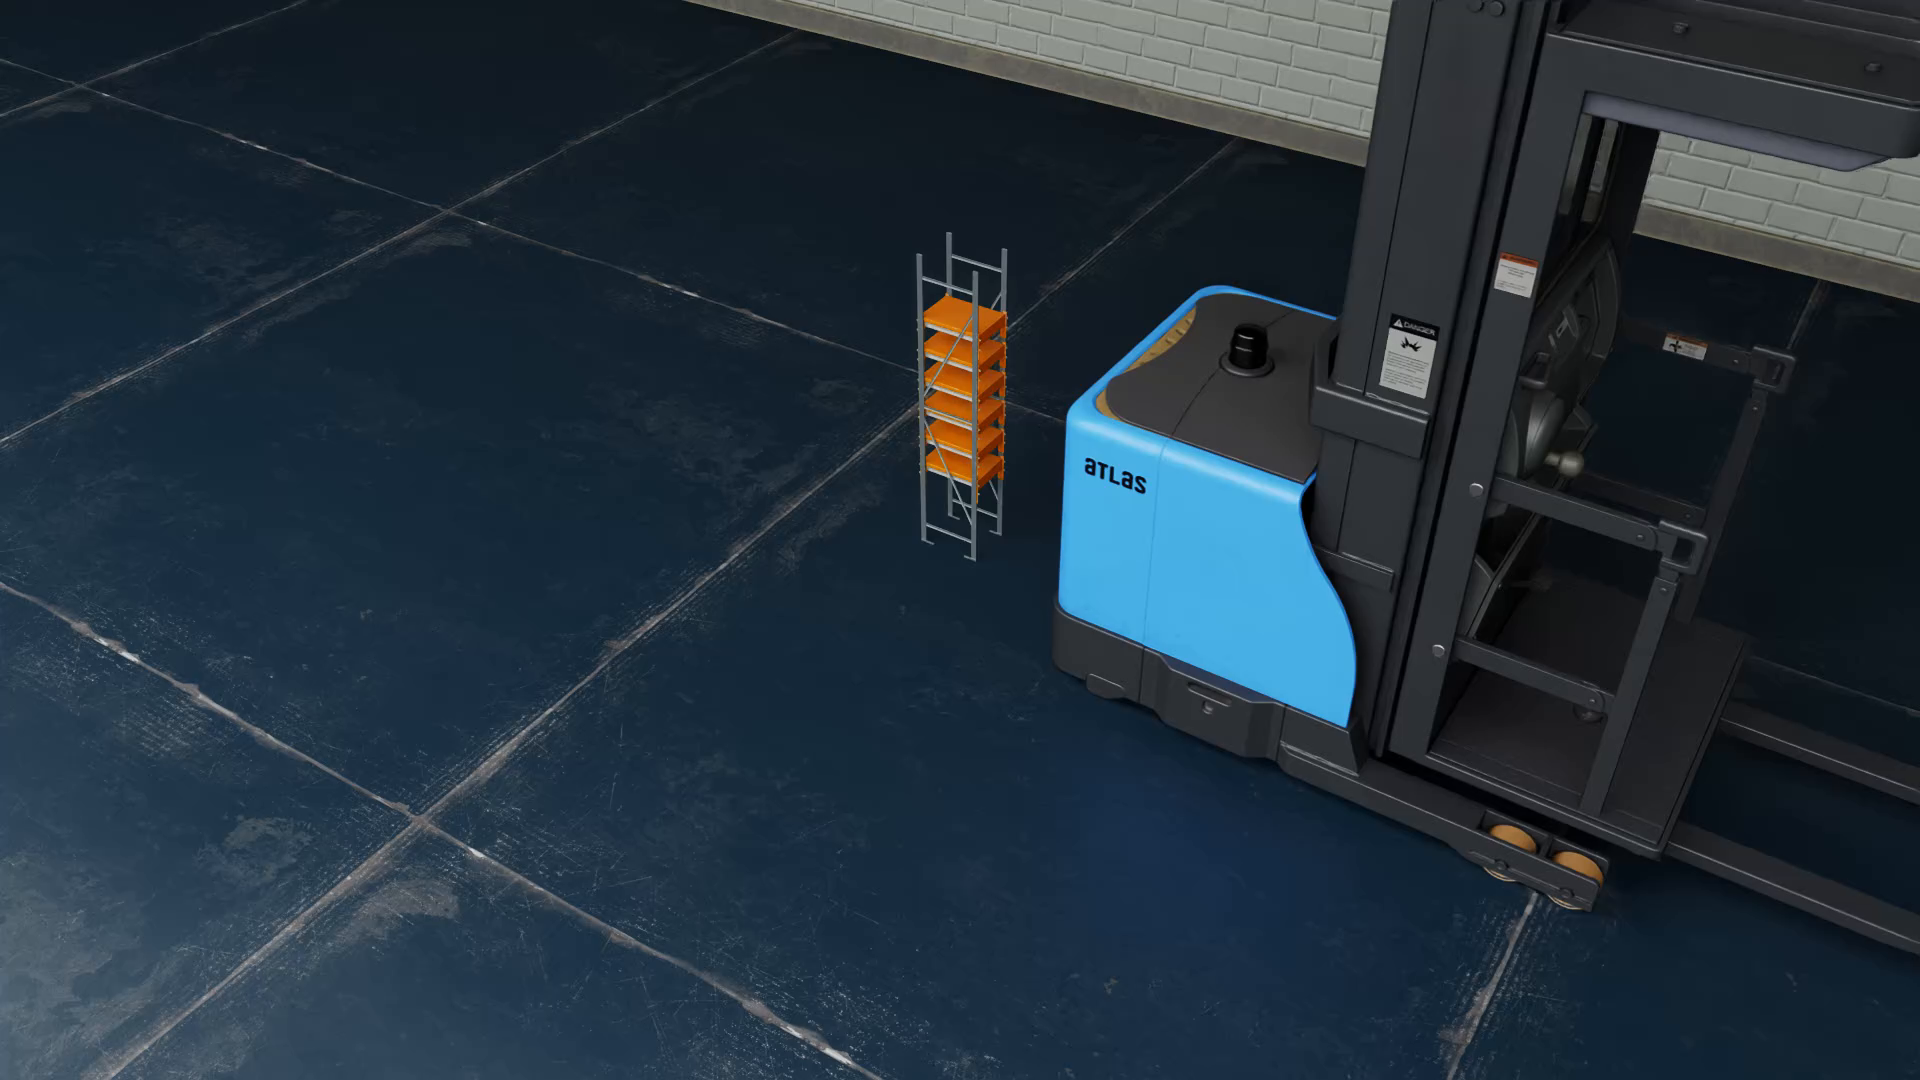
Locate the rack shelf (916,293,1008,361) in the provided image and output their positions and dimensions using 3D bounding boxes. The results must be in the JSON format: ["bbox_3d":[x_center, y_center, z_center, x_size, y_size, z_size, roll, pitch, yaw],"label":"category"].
[{"bbox_3d":[0.008,-0.733,5.701,0.258,0.103,0.180,21,42,25],"label":"rack shelf"}]

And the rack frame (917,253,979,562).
[{"bbox_3d":[-0.041,-0.435,5.832,0.240,1.200,0.006,21,42,25],"label":"rack frame"}]

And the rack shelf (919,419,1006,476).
[{"bbox_3d":[0.008,-0.352,5.994,0.258,0.103,0.180,21,42,25],"label":"rack shelf"}]

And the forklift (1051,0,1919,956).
[{"bbox_3d":[1.821,-0.457,4.442,3.031,2.935,1.130,22,43,26],"label":"forklift"}]

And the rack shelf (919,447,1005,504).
[{"bbox_3d":[0.008,-0.257,6.067,0.258,0.103,0.180,21,42,25],"label":"rack shelf"}]

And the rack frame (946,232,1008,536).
[{"bbox_3d":[0.057,-0.530,5.955,0.240,1.200,0.006,21,42,25],"label":"rack frame"}]

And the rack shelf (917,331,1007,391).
[{"bbox_3d":[0.008,-0.638,5.774,0.258,0.103,0.180,21,42,25],"label":"rack shelf"}]

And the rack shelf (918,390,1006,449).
[{"bbox_3d":[0.008,-0.447,5.920,0.258,0.103,0.180,21,42,25],"label":"rack shelf"}]

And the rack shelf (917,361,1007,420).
[{"bbox_3d":[0.008,-0.542,5.847,0.258,0.103,0.180,21,42,25],"label":"rack shelf"}]

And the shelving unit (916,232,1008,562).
[{"bbox_3d":[0.008,-0.483,5.893,0.258,1.200,0.189,21,42,25],"label":"shelving unit"}]
